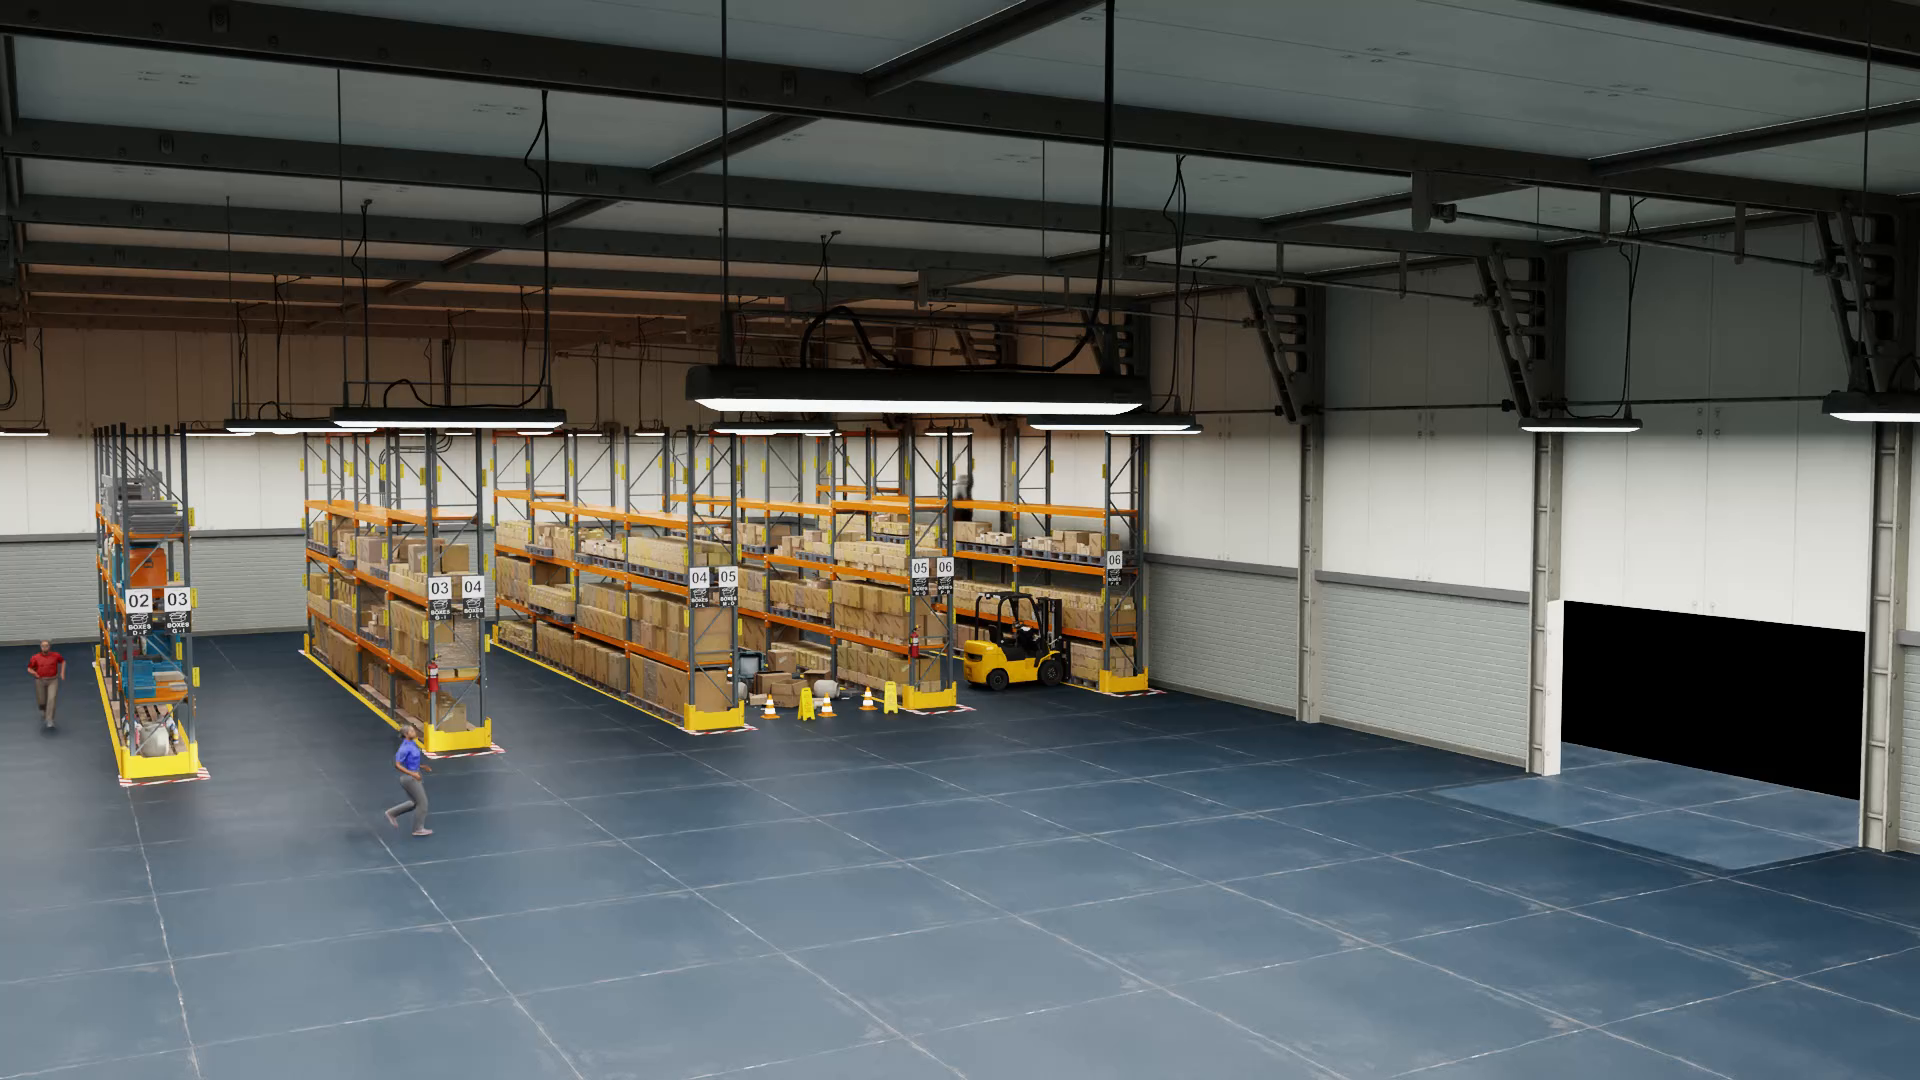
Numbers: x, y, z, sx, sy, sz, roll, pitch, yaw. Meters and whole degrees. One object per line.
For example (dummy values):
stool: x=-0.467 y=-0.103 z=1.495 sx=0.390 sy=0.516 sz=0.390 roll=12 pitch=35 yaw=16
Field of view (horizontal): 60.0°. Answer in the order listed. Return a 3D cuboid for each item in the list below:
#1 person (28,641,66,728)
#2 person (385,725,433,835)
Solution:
person: x=-18.234 y=2.857 z=33.229 sx=0.678 sy=1.693 sz=0.992 roll=-2 pitch=4 yaw=-29
person: x=-7.953 y=3.462 z=23.990 sx=0.653 sy=1.607 sz=0.580 roll=0 pitch=3 yaw=-7
